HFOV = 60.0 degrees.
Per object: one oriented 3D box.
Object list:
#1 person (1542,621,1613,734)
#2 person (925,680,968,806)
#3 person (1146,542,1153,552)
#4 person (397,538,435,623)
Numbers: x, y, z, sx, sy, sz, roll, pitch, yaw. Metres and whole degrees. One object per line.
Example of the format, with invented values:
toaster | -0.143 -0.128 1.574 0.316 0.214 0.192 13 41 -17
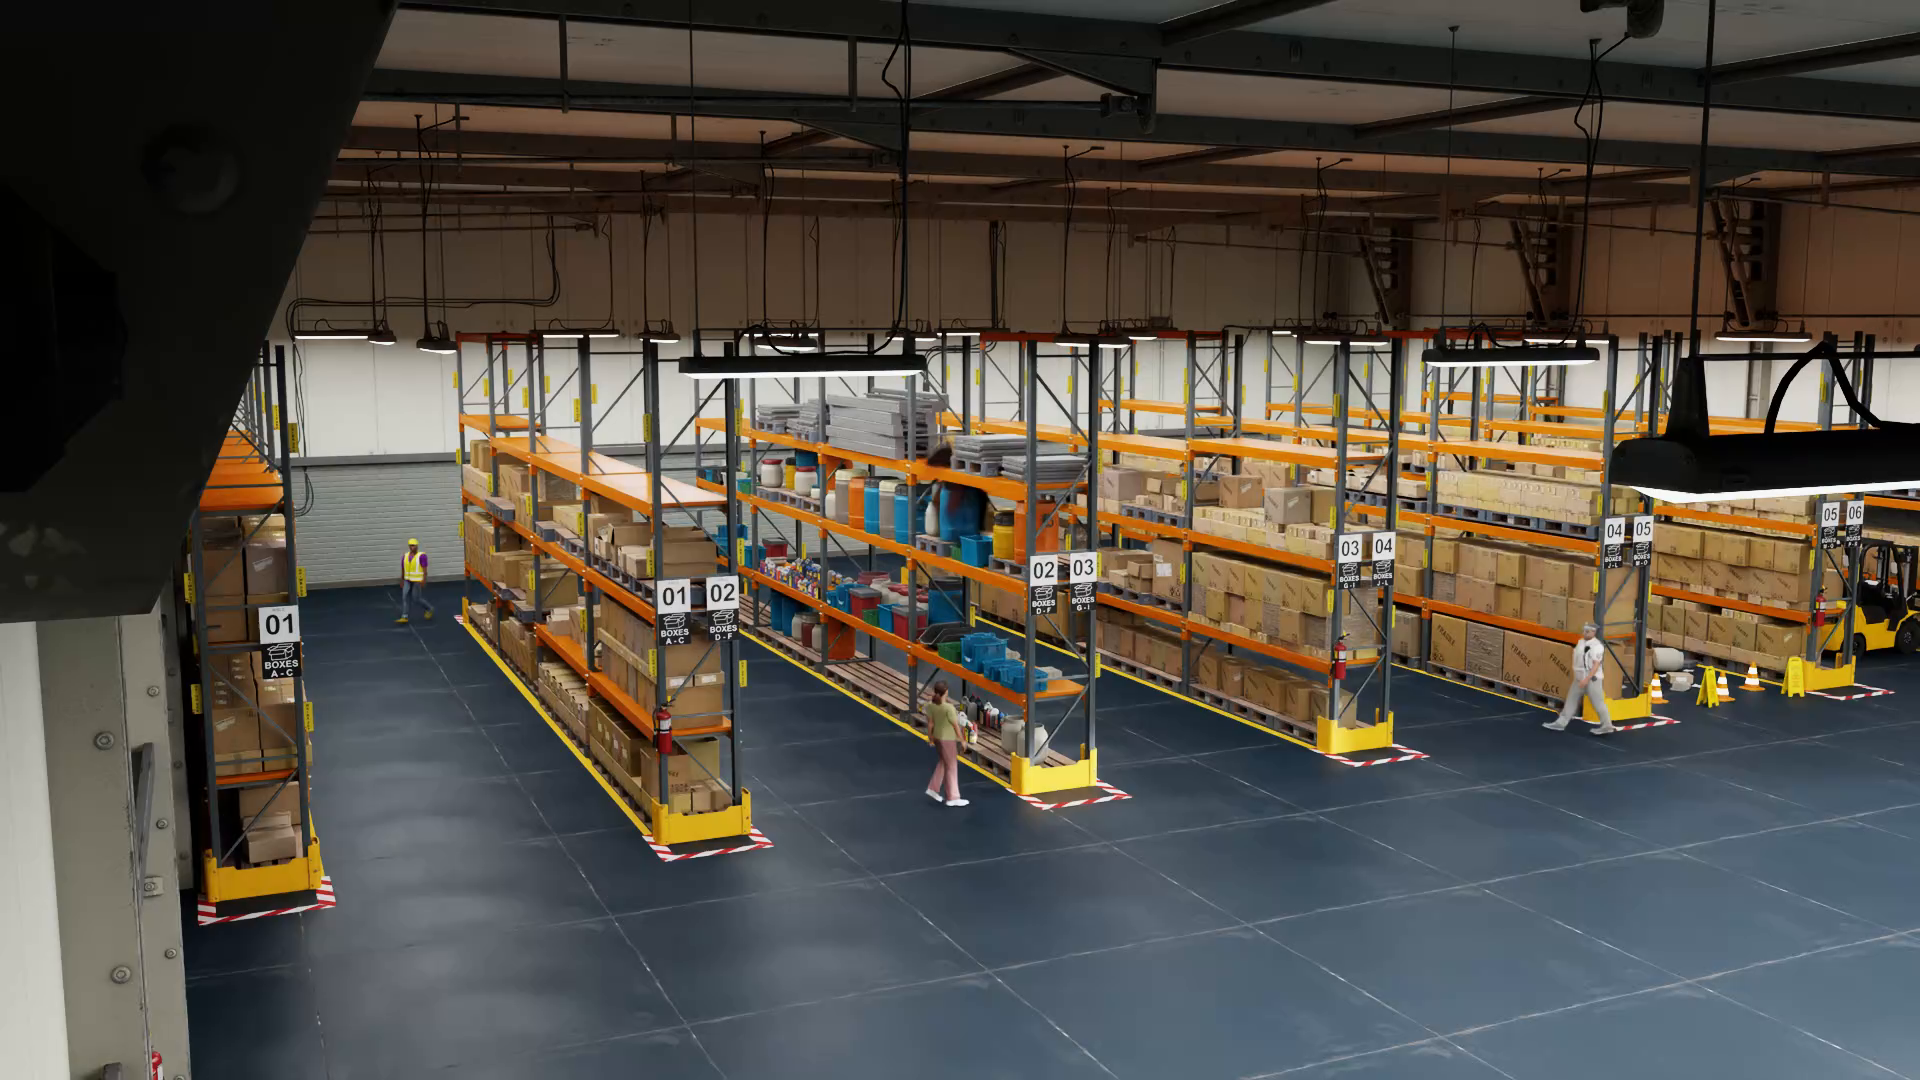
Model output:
person | 9.402 2.075 25.122 0.968 1.726 0.610 -1 8 -6
person | -0.191 2.614 21.551 0.491 1.667 0.555 -5 9 -35
person | 5.066 -0.233 42.325 0.920 1.727 0.617 -3 8 -21
person | -11.277 0.840 34.420 0.591 1.751 0.787 6 9 35
